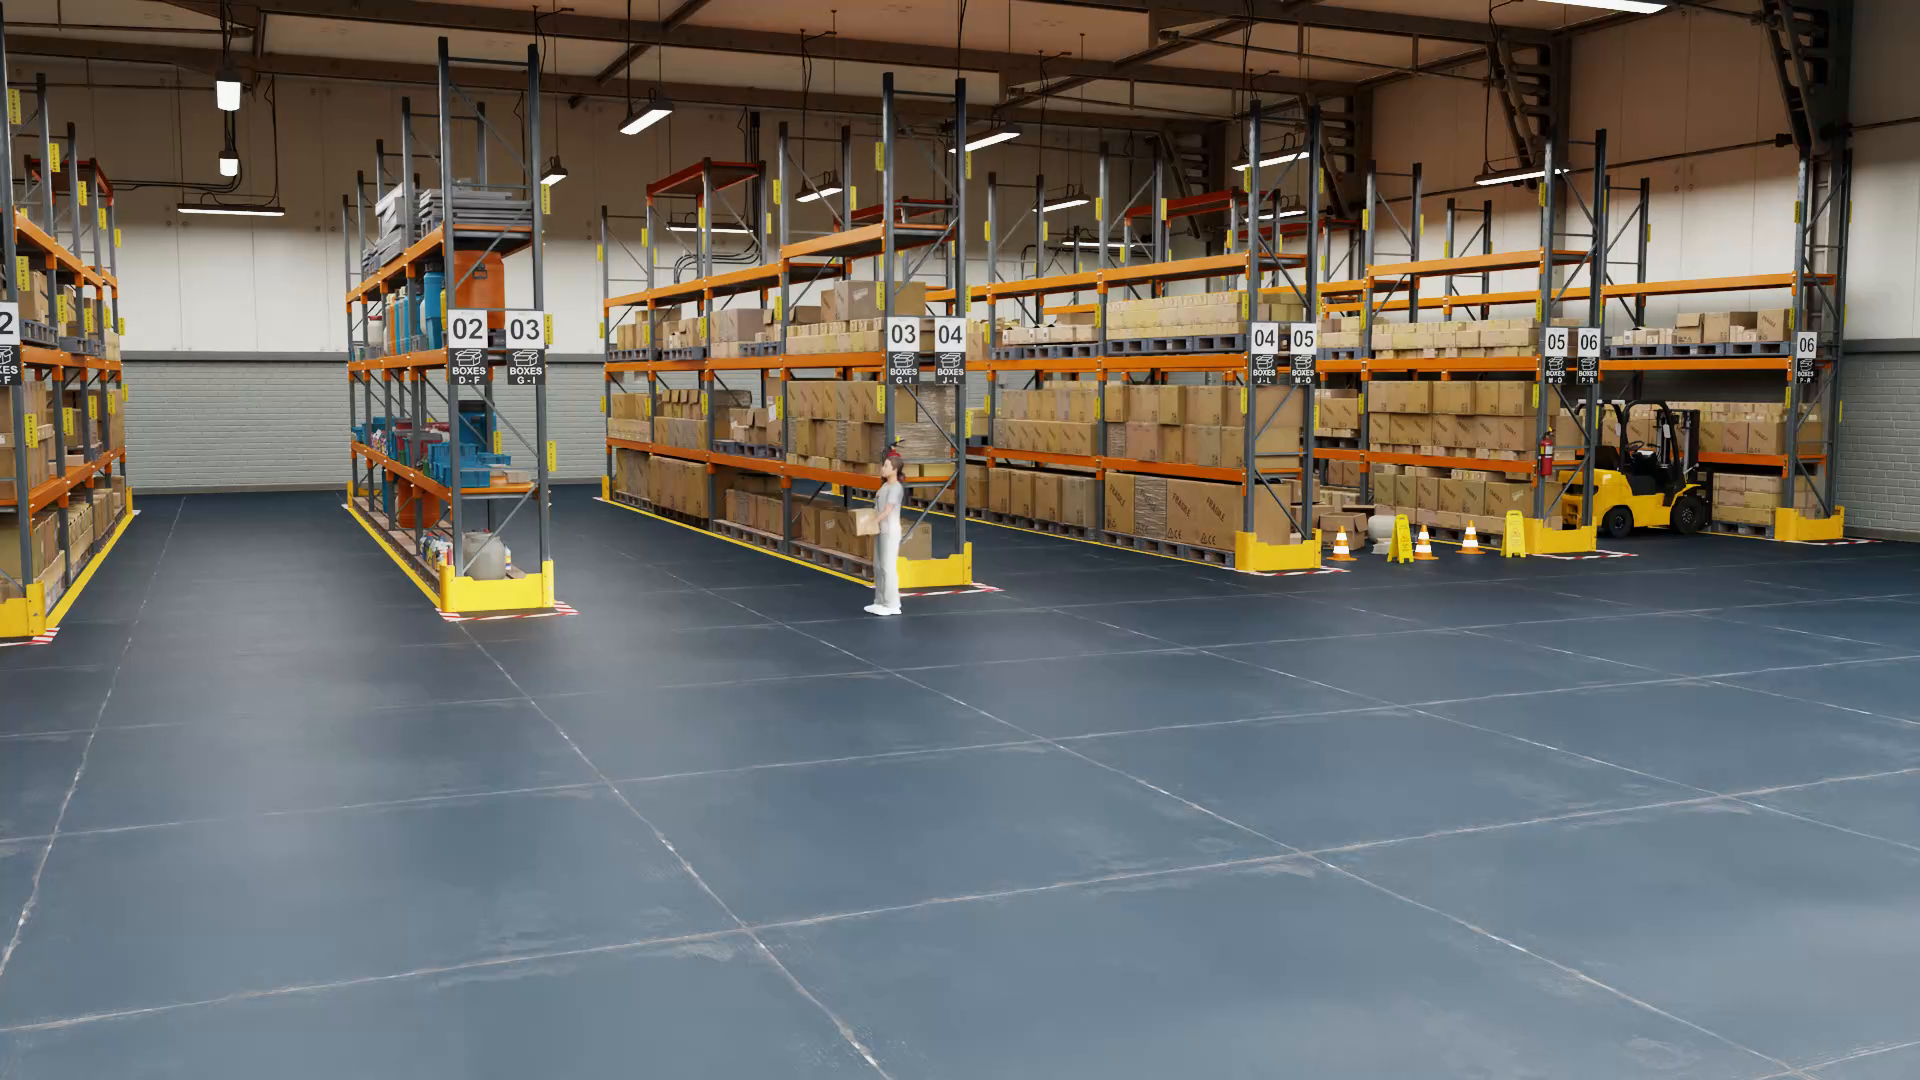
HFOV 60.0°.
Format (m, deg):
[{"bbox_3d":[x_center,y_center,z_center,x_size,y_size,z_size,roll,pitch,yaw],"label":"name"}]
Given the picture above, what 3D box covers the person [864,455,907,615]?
[{"bbox_3d":[-0.819,-0.053,17.529,0.544,1.671,0.445,-2,6,-15],"label":"person"}]
